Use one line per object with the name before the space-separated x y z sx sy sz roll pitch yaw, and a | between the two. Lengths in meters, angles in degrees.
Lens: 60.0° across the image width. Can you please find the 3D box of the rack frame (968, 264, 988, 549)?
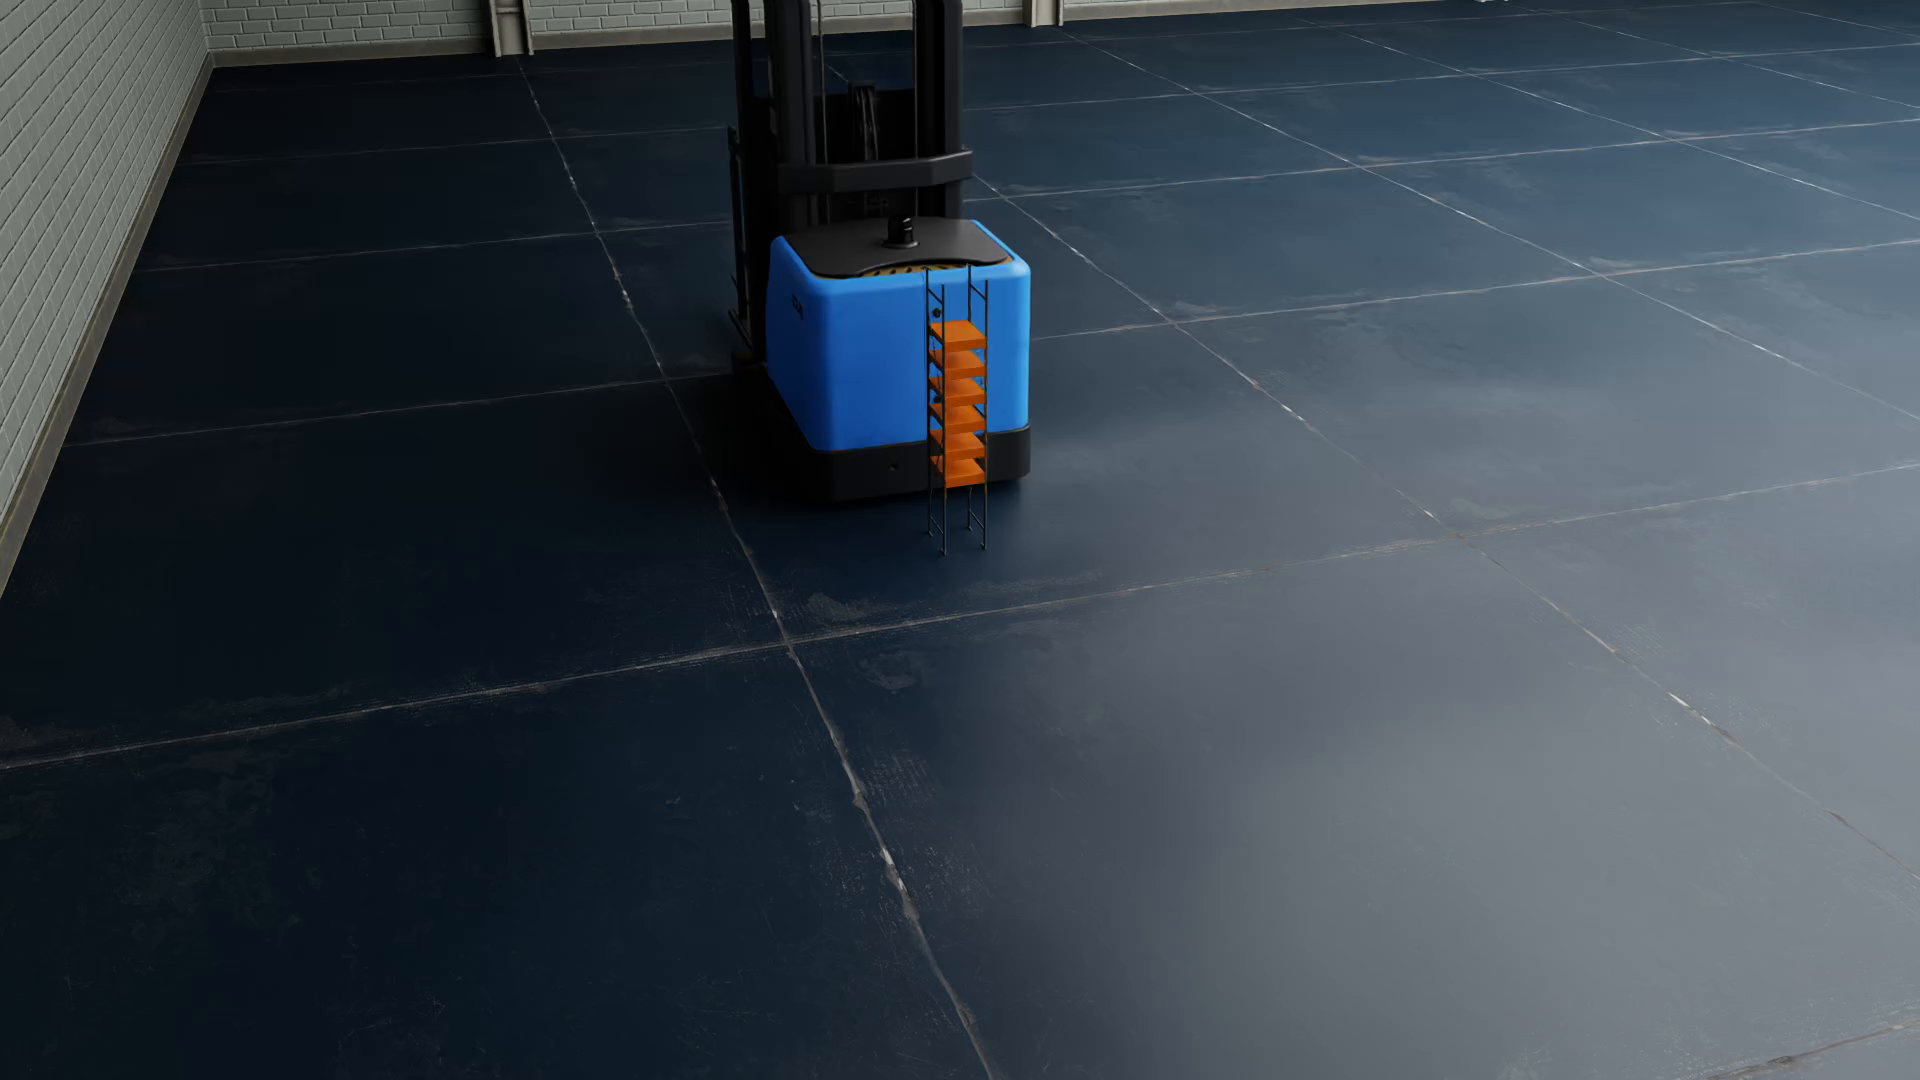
rack frame | 0.073 -0.548 7.005 0.006 1.200 0.240 -8 28 -16

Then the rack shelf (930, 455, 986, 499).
rack shelf | -0.014 -0.281 7.106 0.180 0.103 0.258 -8 28 -16

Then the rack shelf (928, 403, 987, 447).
rack shelf | -0.014 -0.496 6.999 0.180 0.103 0.258 -8 28 -16

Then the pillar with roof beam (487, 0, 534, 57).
pillar with roof beam | -3.411 -7.384 12.003 0.400 9.000 9.100 -8 28 -16

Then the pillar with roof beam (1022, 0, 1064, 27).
pillar with roof beam | 2.294 -8.210 13.667 0.400 9.000 9.100 -8 28 -16

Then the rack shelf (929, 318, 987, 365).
rack shelf | -0.014 -0.818 6.839 0.180 0.103 0.258 -8 28 -16

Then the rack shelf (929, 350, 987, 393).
rack shelf | -0.014 -0.711 6.892 0.180 0.103 0.258 -8 28 -16

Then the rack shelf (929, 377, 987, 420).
rack shelf | -0.014 -0.603 6.946 0.180 0.103 0.258 -8 28 -16

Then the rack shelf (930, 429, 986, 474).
rack shelf | -0.014 -0.388 7.052 0.180 0.103 0.258 -8 28 -16

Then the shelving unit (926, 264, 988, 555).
shelving unit | -0.014 -0.535 6.979 0.189 1.200 0.258 -8 28 -16

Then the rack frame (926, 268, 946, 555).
rack frame | -0.101 -0.523 6.954 0.006 1.200 0.240 -8 28 -16

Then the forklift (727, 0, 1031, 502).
forklift | -0.596 -2.118 8.220 1.130 2.935 3.031 -8 27 -15
